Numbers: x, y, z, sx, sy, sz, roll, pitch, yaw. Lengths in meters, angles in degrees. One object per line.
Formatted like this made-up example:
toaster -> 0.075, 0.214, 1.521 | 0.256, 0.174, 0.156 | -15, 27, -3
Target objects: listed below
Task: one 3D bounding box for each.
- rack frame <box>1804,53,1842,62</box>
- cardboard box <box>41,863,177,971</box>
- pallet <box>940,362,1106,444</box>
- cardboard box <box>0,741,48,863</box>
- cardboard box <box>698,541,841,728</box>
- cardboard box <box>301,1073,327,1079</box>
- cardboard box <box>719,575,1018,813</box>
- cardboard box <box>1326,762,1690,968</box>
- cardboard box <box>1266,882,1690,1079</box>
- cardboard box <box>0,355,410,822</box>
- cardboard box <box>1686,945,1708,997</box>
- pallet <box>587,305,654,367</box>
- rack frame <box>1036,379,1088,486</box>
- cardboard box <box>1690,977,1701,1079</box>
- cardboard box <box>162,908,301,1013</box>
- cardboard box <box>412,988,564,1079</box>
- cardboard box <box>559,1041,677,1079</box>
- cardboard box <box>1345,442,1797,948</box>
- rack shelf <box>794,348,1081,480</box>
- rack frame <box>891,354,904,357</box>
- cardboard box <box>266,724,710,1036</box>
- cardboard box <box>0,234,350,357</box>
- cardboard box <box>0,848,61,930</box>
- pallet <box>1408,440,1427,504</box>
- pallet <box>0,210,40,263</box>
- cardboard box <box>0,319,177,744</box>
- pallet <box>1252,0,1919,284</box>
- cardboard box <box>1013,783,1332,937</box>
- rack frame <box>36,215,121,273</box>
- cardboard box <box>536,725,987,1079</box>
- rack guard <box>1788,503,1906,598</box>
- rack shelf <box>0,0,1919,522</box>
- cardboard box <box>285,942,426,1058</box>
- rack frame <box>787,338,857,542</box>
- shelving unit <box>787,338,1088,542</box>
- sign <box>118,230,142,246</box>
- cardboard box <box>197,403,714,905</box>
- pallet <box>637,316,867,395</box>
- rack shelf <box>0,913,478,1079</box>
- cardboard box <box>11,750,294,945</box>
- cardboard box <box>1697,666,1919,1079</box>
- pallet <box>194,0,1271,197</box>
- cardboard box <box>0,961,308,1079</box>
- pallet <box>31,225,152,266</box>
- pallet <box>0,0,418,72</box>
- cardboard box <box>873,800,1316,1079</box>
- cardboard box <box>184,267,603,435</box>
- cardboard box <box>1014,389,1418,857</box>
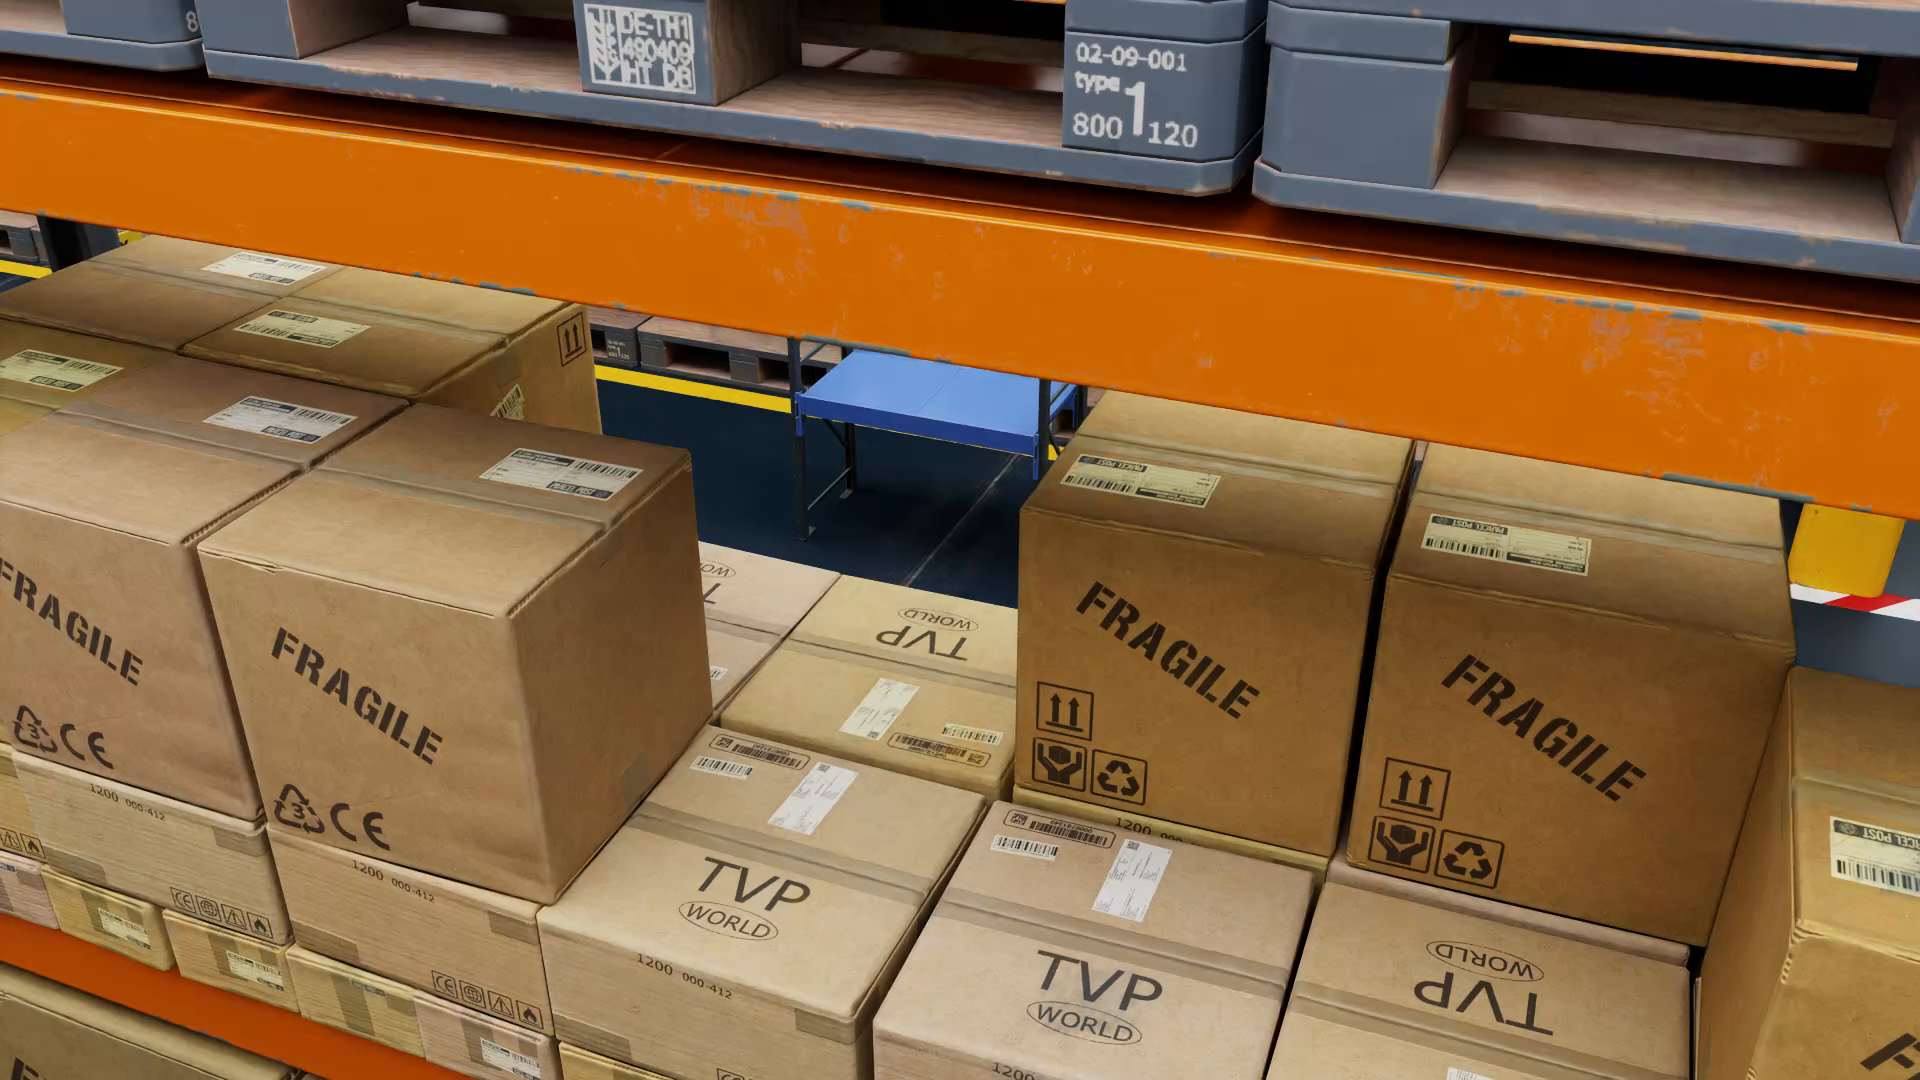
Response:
rack frame -> 5.422, -3.629, 10.122 | 0.127, 3.000, 1.000 | 11, 31, 19
cardboard box -> -1.376, 0.560, 2.966 | 0.250, 0.149, 0.380 | 12, 32, 21
pallet -> 0.545, -0.779, 7.913 | 1.213, 0.211, 1.003 | 11, 31, 19
cardboard box -> -1.676, 0.289, 3.040 | 0.500, 0.250, 0.500 | 11, 31, 18
cardboard box -> -0.552, 0.234, 3.138 | 0.500, 0.250, 0.500 | 12, 32, 20
cardboard box -> -0.598, 1.214, 3.285 | 0.875, 0.875, 0.875 | 11, 31, 19
cardboard box -> -0.084, 0.329, 2.969 | 0.500, 0.250, 0.500 | 11, 31, 18
cardboard box -> 0.866, 0.518, 2.635 | 0.500, 0.250, 0.500 | 11, 31, 19
cardboard box -> 0.675, 0.760, 2.207 | 0.500, 0.250, 0.500 | 11, 31, 18
cardboard box -> -1.212, 0.056, 2.690 | 0.500, 0.500, 0.500 | 11, 31, 19
cardboard box -> 1.350, 0.611, 2.470 | 0.500, 0.250, 0.500 | 10, 31, 18
pallet -> -1.985, -1.284, 8.807 | 1.213, 0.211, 1.003 | 11, 31, 19
rack frame -> 0.392, -0.575, 6.242 | 0.032, 1.500, 0.500 | 11, 31, 19
cardboard box -> 1.145, 0.854, 2.040 | 0.500, 0.250, 0.500 | 11, 31, 18
cardboard box -> -1.132, 0.608, 2.881 | 0.250, 0.149, 0.380 | 10, 31, 18
cardboard box -> -0.663, 0.703, 2.714 | 0.250, 0.149, 0.380 | 12, 32, 20
cardboard box -> -0.419, 0.751, 2.629 | 0.250, 0.149, 0.380 | 10, 31, 18
cardboard box -> 0.887, 0.192, 2.450 | 0.500, 0.500, 0.500 | 11, 31, 18
rack shelf -> -0.079, -0.512, 6.497 | 1.000, 0.185, 0.538 | 11, 31, 19
rack frame -> -0.151, -2.111, 7.437 | 0.127, 3.000, 1.000 | 11, 31, 19
cardboard box -> -0.735, 0.477, 2.708 | 0.500, 0.250, 0.500 | 12, 32, 20
cardboard box -> -1.486, -0.280, 3.286 | 0.500, 0.500, 0.500 | 12, 32, 21
cardboard box -> -1.621, 0.512, 3.052 | 0.250, 0.149, 0.380 | 10, 31, 17
pallet -> 1.680, -0.554, 7.515 | 1.213, 0.211, 1.003 | 11, 31, 19
pallet -> -5.687, -2.025, 10.117 | 1.213, 0.211, 1.003 | 11, 31, 19
cardboard box -> -1.665, -0.038, 2.857 | 0.500, 0.500, 0.500 | 11, 31, 19
pallet -> 1.002, -0.512, 1.650 | 1.213, 0.211, 1.003 | 11, 31, 19
cardboard box -> 0.402, 0.423, 2.803 | 0.500, 0.250, 0.500 | 10, 31, 17
rack frame -> -2.013, 0.147, 3.441 | 0.127, 3.000, 1.000 | 11, 31, 19
cardboard box -> -0.281, 0.572, 2.540 | 0.500, 0.250, 0.500 | 11, 31, 19
rack guard -> 3.583, -0.284, 6.745 | 0.348, 0.500, 1.175 | 11, 31, 19
rack shelf -> -0.160, -0.475, 2.225 | 4.000, 0.370, 1.077 | 11, 31, 19
cardboard box -> -0.895, 0.655, 2.798 | 0.250, 0.149, 0.380 | 11, 31, 18
rack frame -> -0.550, -0.763, 6.575 | 0.032, 1.500, 0.500 | 11, 31, 19
shelving unit -> -0.079, -0.669, 6.409 | 1.048, 1.500, 0.538 | 11, 31, 19
sign -> -1.806, -0.517, 3.657 | 0.005, 0.325, 0.100 | 11, 31, 19
cardboard box -> -0.728, 0.151, 2.523 | 0.500, 0.500, 0.500 | 10, 31, 18
pallet -> -0.850, -1.059, 8.409 | 1.213, 0.211, 1.003 | 11, 31, 19
rack shelf -> -0.160, 0.830, 2.964 | 4.000, 0.370, 1.077 | 11, 31, 19
cardboard box -> -1.217, 0.384, 2.873 | 0.500, 0.250, 0.500 | 11, 31, 19
cardboard box -> 1.143, 0.526, 1.859 | 0.500, 0.500, 0.500 | 12, 32, 20
pallet -> -0.132, -0.737, 2.048 | 1.213, 0.211, 1.003 | 11, 31, 19
cardboard box -> -1.431, 1.048, 3.580 | 0.875, 0.875, 0.875 | 11, 31, 19
pallet -> -4.561, -1.798, 9.717 | 1.213, 0.211, 1.003 | 11, 31, 19
pallet -> -1.259, -0.964, 2.449 | 1.213, 0.211, 1.003 | 11, 31, 19
cardboard box -> 0.203, 0.666, 2.373 | 0.500, 0.250, 0.500 | 10, 31, 17
cardboard box -> -1.024, -0.186, 3.118 | 0.500, 0.500, 0.500 | 12, 31, 20
cardboard box -> 0.405, 0.099, 2.614 | 0.500, 0.500, 0.500 | 10, 31, 18
